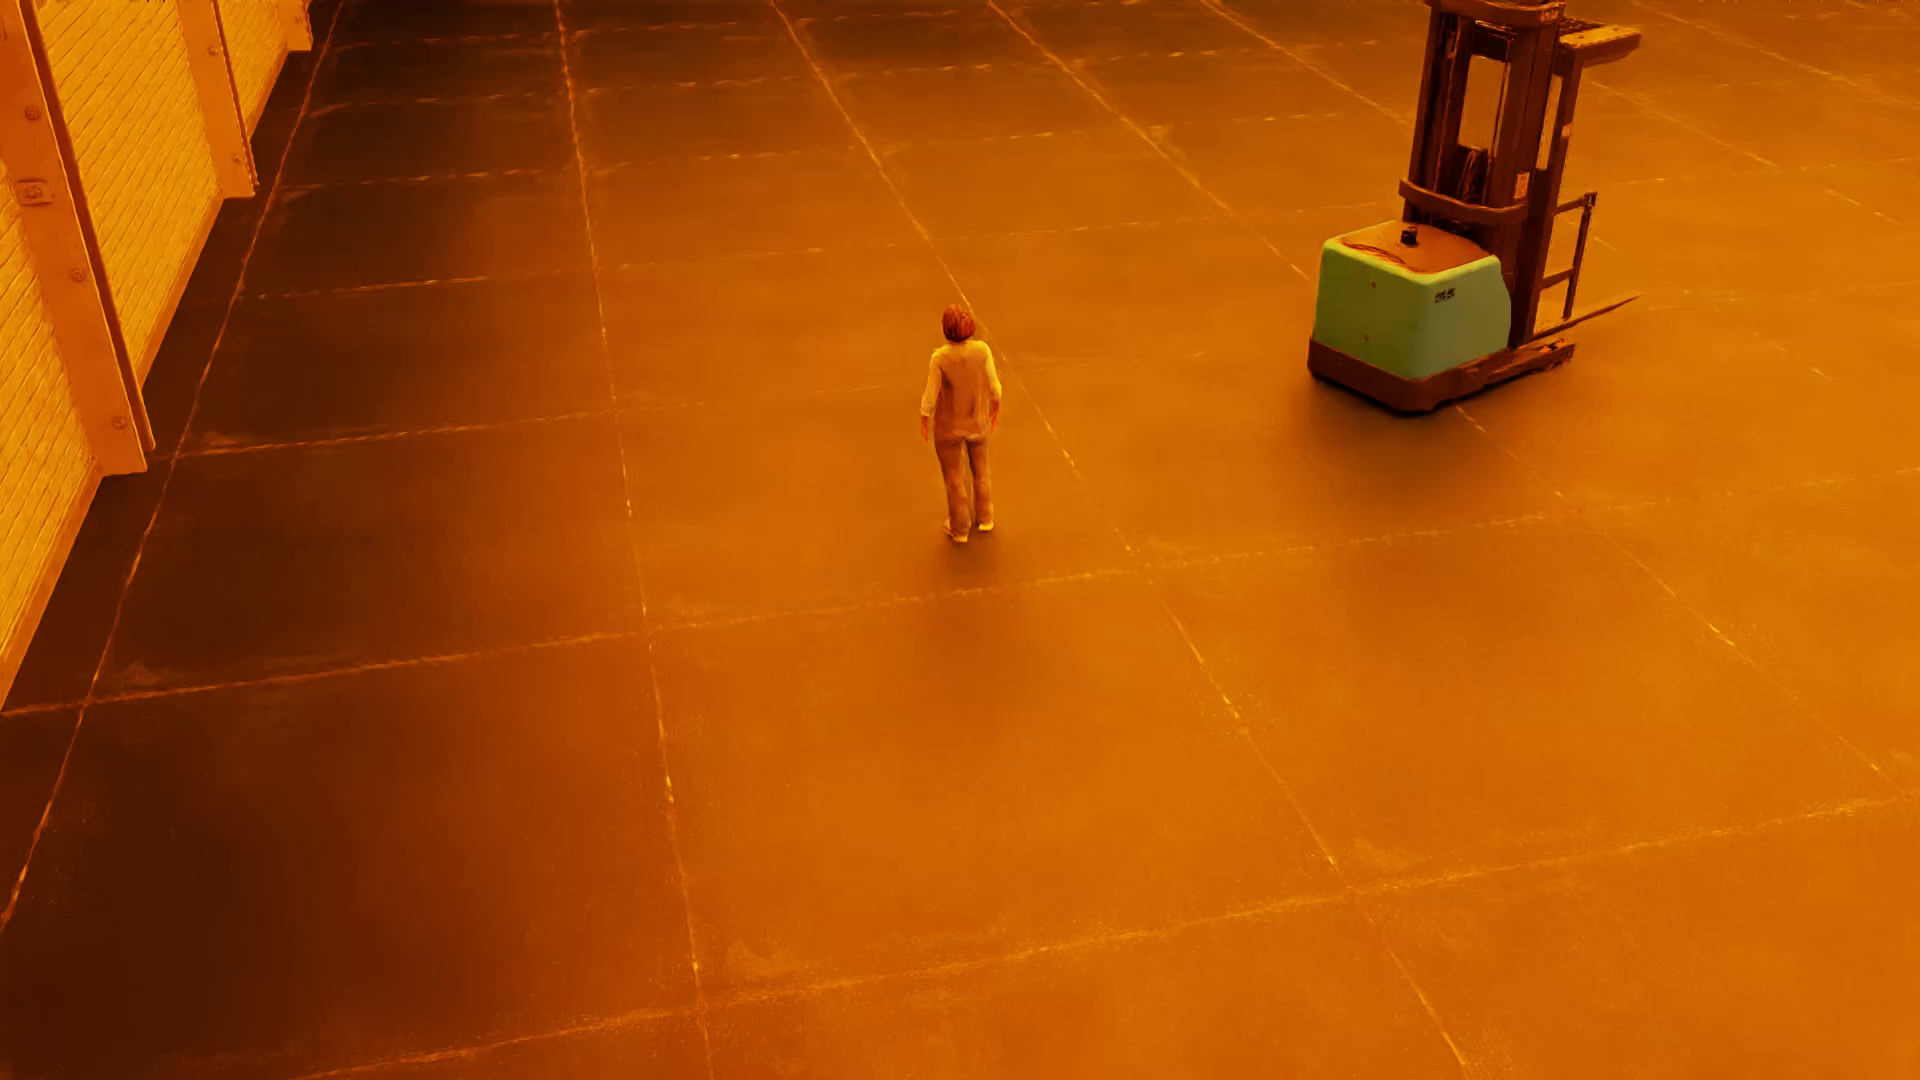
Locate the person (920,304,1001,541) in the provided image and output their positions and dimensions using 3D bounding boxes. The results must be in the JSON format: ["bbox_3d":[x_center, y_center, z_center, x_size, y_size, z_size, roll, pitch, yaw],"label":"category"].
[{"bbox_3d":[-0.004,-0.735,10.162,0.521,1.597,0.474,-7,31,-12],"label":"person"}]

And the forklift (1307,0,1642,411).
[{"bbox_3d":[4.129,-2.773,12.364,3.031,2.935,1.130,-20,36,-31],"label":"forklift"}]
